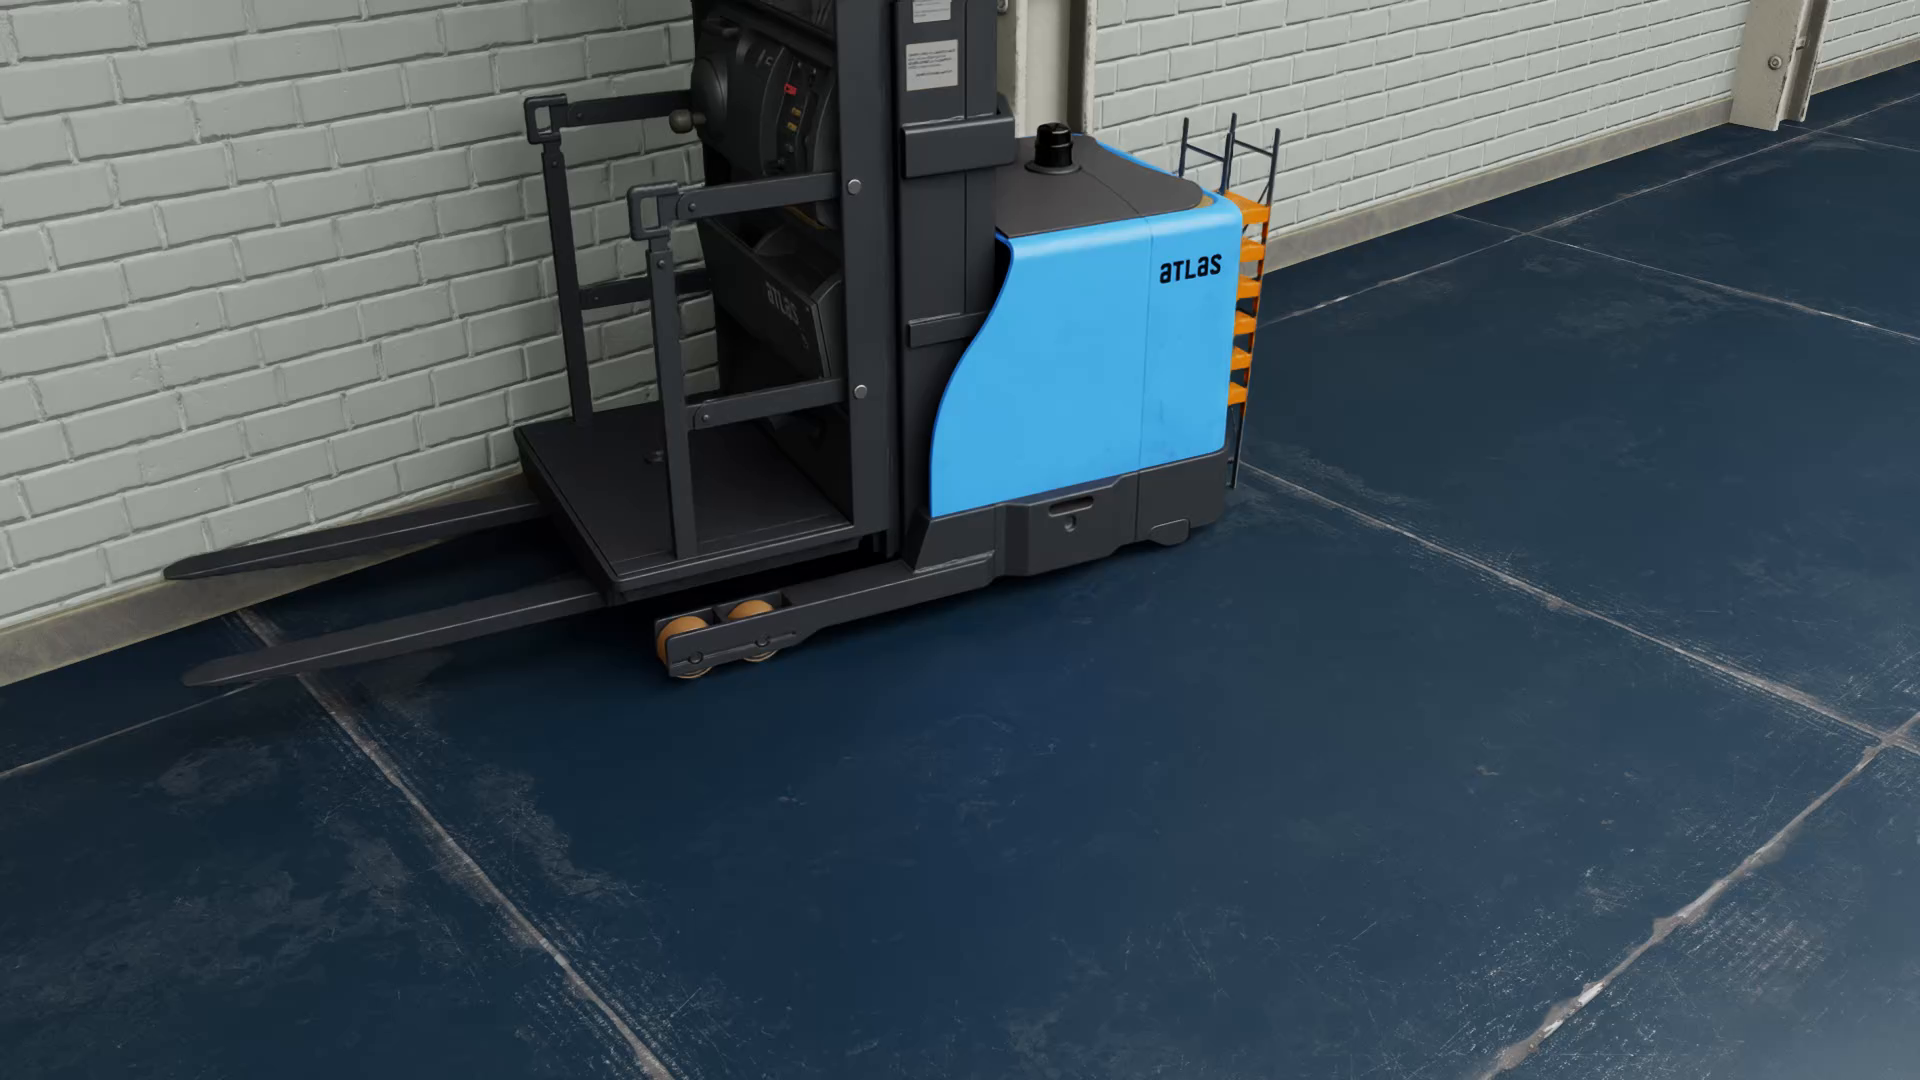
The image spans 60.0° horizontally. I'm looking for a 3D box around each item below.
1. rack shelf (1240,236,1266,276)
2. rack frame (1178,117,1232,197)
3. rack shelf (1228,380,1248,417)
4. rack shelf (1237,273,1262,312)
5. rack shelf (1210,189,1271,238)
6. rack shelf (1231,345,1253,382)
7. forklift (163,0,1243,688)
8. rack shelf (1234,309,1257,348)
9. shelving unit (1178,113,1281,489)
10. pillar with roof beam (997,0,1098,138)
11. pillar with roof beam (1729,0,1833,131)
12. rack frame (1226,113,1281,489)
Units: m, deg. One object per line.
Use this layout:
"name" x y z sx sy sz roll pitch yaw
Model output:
"rack shelf" 0.815 -0.912 5.262 0.180 0.103 0.258 -12 30 -26
"rack frame" 0.727 -0.721 5.310 0.006 1.200 0.240 -12 30 -26
"rack shelf" 0.796 -0.485 5.479 0.180 0.103 0.258 -12 30 -26
"rack shelf" 0.810 -0.806 5.316 0.180 0.103 0.258 -12 30 -26
"rack shelf" 0.820 -1.019 5.208 0.180 0.103 0.258 -12 30 -26
"rack shelf" 0.801 -0.592 5.424 0.180 0.103 0.258 -12 30 -26
"forklift" -0.715 -1.199 4.383 3.031 2.935 1.130 -13 31 -24
"rack shelf" 0.805 -0.699 5.370 0.180 0.103 0.258 -12 30 -26
"shelving unit" 0.807 -0.738 5.350 0.189 1.200 0.258 -12 30 -26
"pillar with roof beam" 3.036 -3.097 1.497 0.400 9.000 9.100 -22 35 -35
"pillar with roof beam" 7.600 -4.932 4.931 0.400 9.000 9.100 -22 35 -35
"rack frame" 0.888 -0.755 5.390 0.006 1.200 0.240 -12 30 -26
